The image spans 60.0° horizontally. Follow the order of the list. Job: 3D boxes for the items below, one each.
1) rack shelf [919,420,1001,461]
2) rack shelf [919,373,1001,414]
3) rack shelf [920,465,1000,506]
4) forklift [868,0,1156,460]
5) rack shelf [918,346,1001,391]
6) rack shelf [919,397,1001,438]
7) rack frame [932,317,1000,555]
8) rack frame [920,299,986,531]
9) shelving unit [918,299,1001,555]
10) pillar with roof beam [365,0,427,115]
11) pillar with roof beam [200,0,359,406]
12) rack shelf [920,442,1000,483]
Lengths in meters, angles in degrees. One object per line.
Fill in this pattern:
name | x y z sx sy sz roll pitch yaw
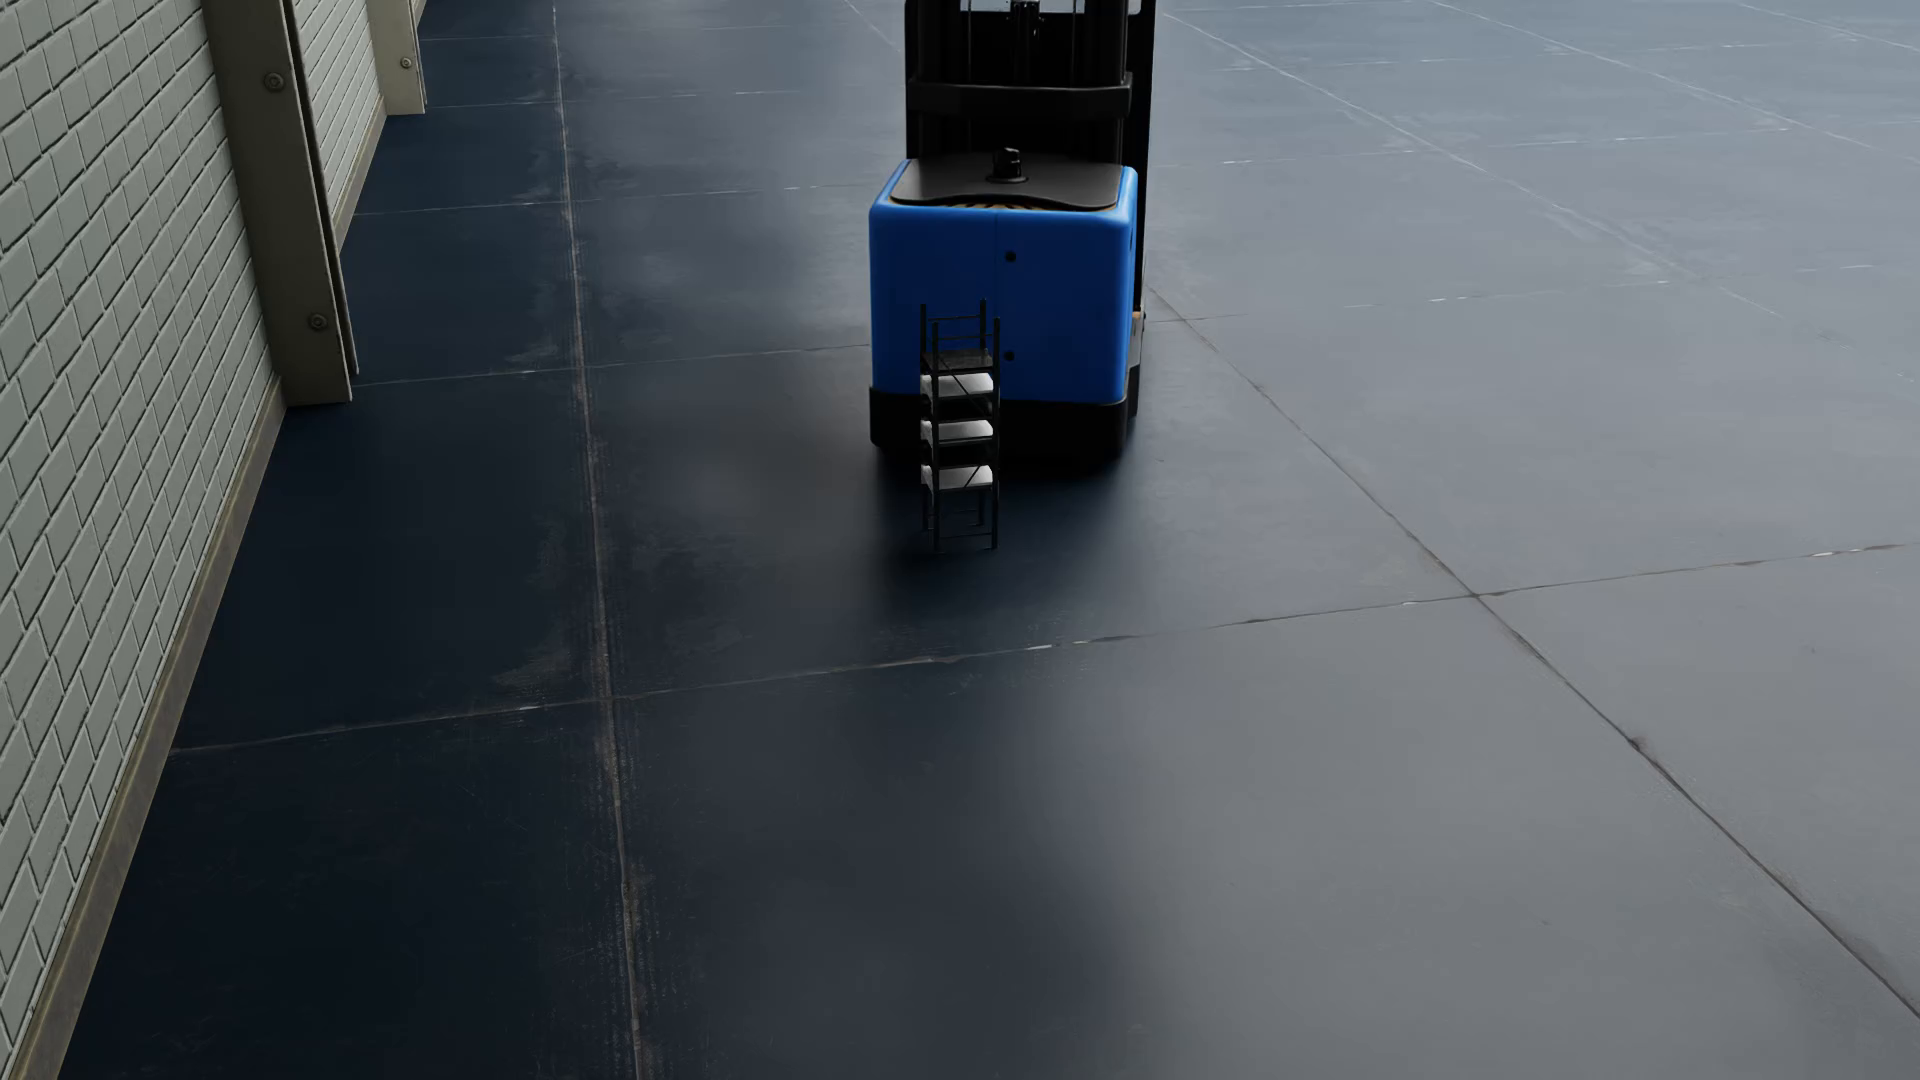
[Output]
rack shelf | -0.002 -0.376 6.069 0.258 0.077 0.200 -6 27 -12
rack shelf | -0.002 -0.536 5.988 0.258 0.077 0.200 -6 27 -12
rack shelf | -0.002 -0.215 6.150 0.258 0.077 0.200 -6 27 -12
forklift | 0.335 -2.268 7.491 1.130 2.935 3.031 3 27 7
rack shelf | -0.002 -0.617 5.948 0.258 0.077 0.200 -6 27 -12
rack shelf | -0.002 -0.456 6.029 0.258 0.077 0.200 -6 27 -12
rack frame | 0.021 -0.361 5.966 0.240 0.900 0.006 -6 27 -12
rack frame | -0.025 -0.450 6.143 0.240 0.900 0.006 -6 27 -12
shelving unit | -0.002 -0.405 6.054 0.258 0.900 0.210 -6 27 -12
pillar with roof beam | -0.096 -7.785 11.688 9.100 9.000 0.400 -6 27 -12
pillar with roof beam | 1.256 -5.151 6.469 9.100 9.000 0.400 -6 27 -12
rack shelf | -0.002 -0.295 6.110 0.258 0.077 0.200 -6 27 -12
